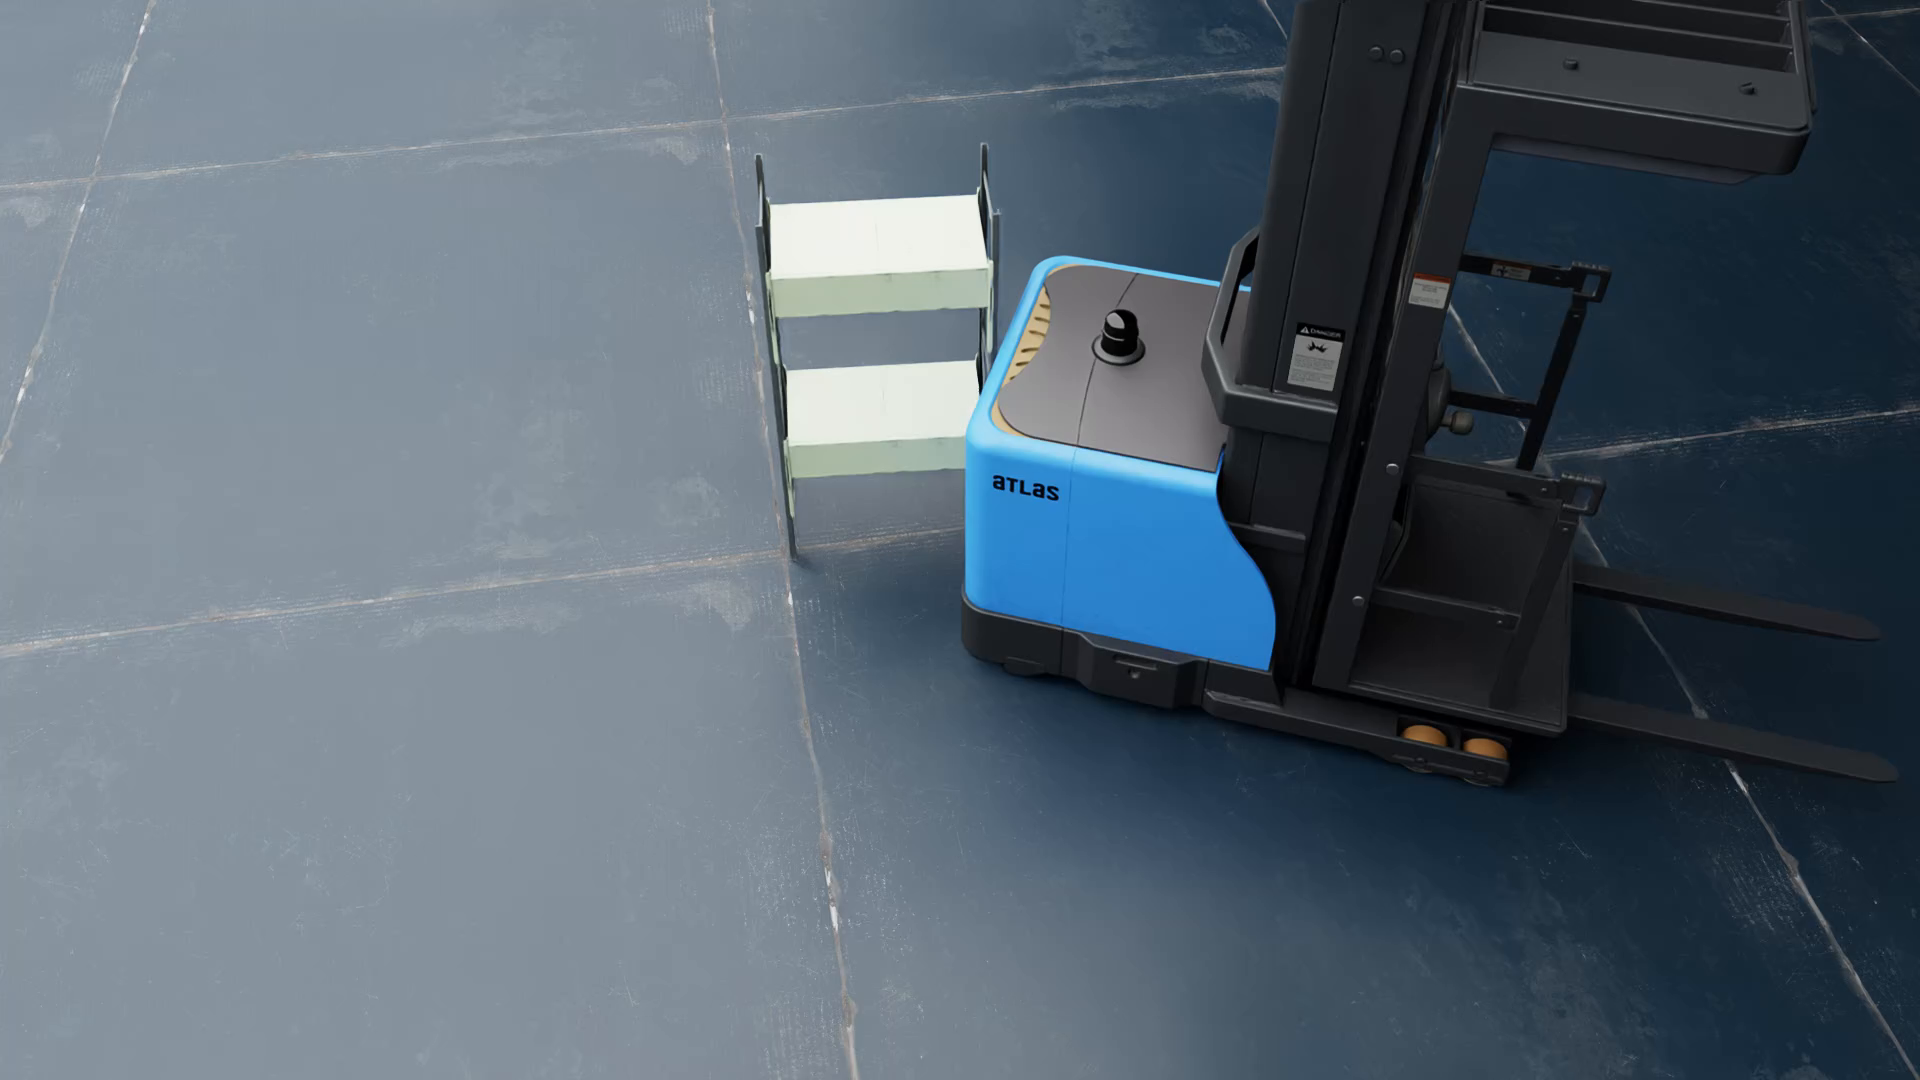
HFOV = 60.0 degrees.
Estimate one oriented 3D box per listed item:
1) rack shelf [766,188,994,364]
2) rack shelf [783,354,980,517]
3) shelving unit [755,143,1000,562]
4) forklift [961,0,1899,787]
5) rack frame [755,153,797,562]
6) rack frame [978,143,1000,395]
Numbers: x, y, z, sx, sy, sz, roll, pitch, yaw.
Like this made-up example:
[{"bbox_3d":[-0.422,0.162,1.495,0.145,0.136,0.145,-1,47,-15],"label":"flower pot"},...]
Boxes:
[{"bbox_3d":[-0.270,-0.877,5.512,0.720,0.370,0.431,-4,46,-3],"label":"rack shelf"},{"bbox_3d":[-0.270,-0.380,6.028,0.720,0.370,0.431,-4,46,-3],"label":"rack shelf"},{"bbox_3d":[-0.270,-0.606,5.793,0.755,1.500,0.431,-4,46,-3],"label":"shelving unit"},{"bbox_3d":[1.579,-0.638,4.829,3.031,2.935,1.130,12,47,11],"label":"forklift"},{"bbox_3d":[-0.634,-0.584,5.771,0.023,1.500,0.400,-4,46,-3],"label":"rack frame"},{"bbox_3d":[0.095,-0.629,5.814,0.023,1.500,0.400,-4,46,-3],"label":"rack frame"}]
